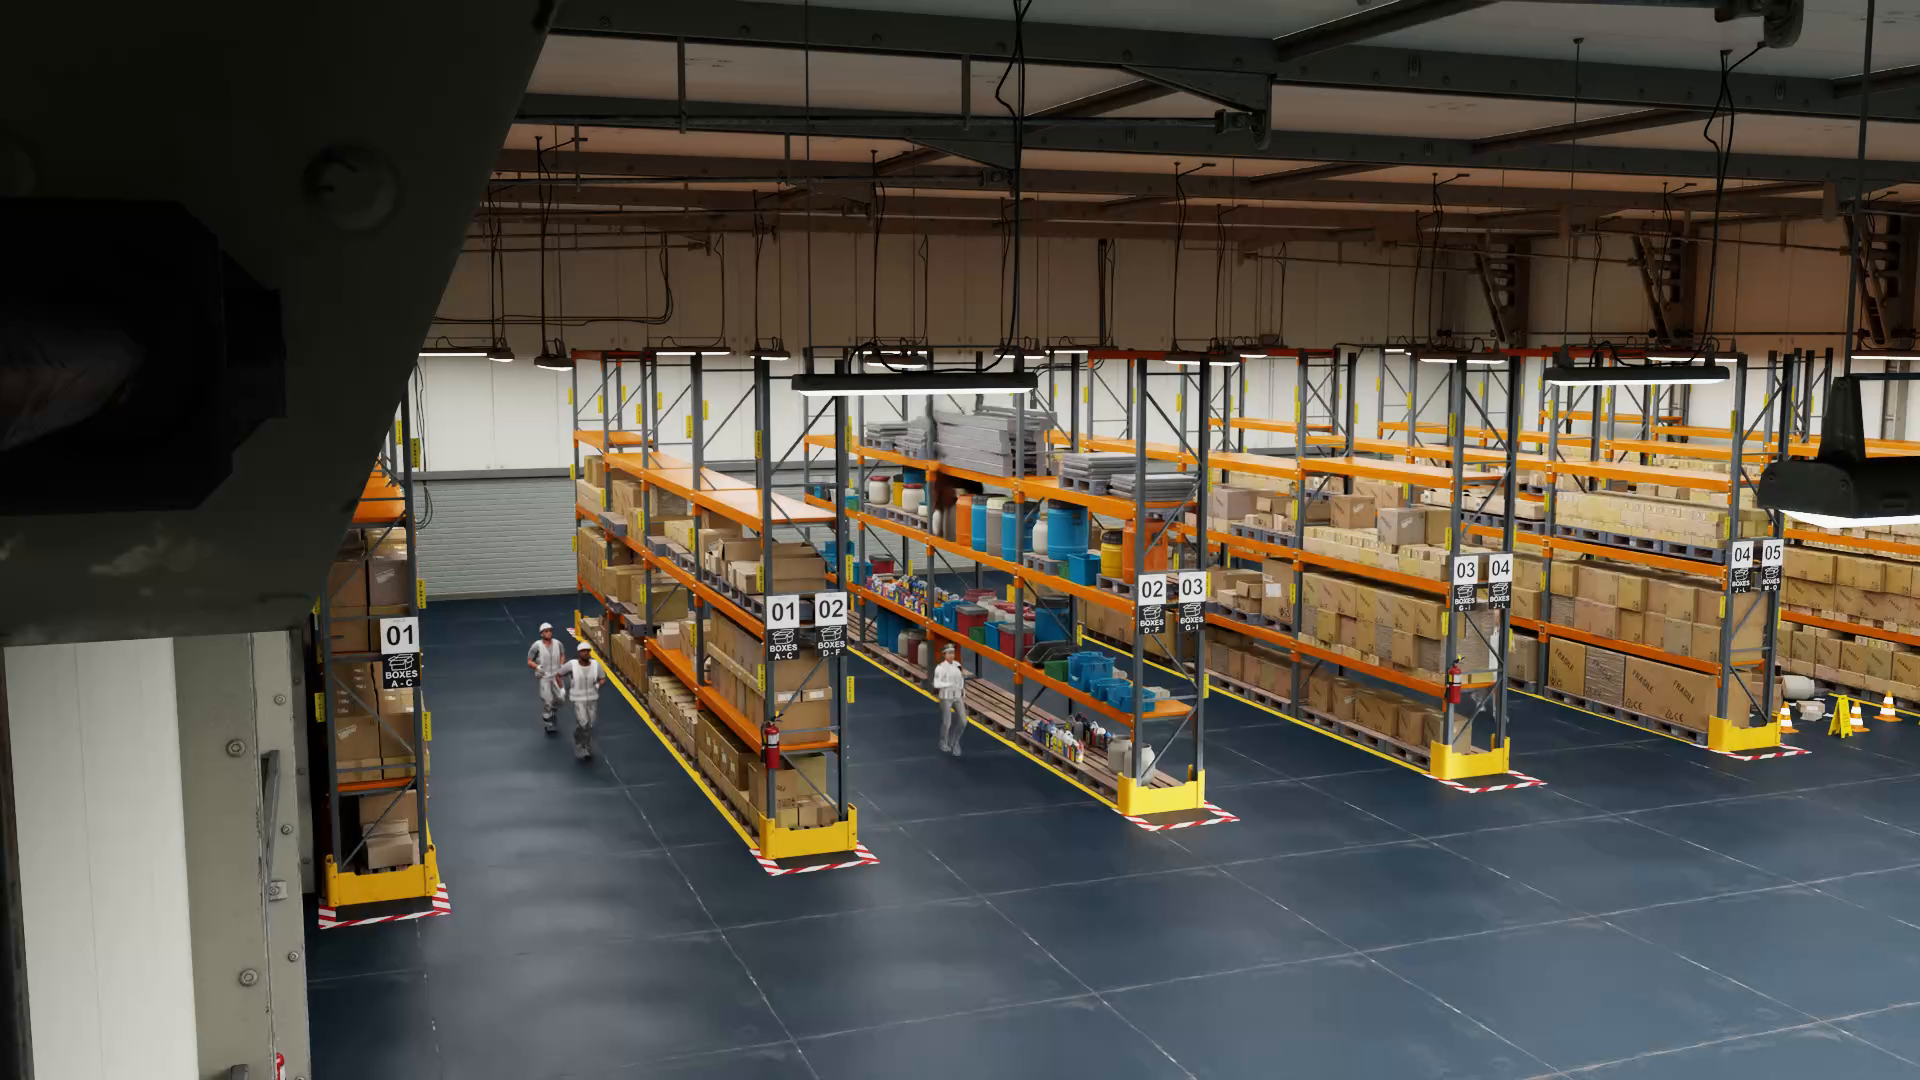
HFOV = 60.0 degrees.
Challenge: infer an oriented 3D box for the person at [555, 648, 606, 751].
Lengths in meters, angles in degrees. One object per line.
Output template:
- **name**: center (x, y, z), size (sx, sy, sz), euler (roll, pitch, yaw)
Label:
- **person**: center (-5.569, 2.372, 24.680), size (0.677, 1.655, 0.651), euler (-5, 9, -34)

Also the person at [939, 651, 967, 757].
- **person**: center (-0.138, 2.409, 24.818), size (0.358, 1.660, 0.558), euler (-3, 8, -26)

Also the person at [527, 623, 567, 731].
- **person**: center (-6.538, 2.180, 26.452), size (0.623, 1.740, 0.538), euler (-5, 8, -33)

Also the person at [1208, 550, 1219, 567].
- **person**: center (6.299, 0.298, 41.715), size (0.739, 1.706, 0.731), euler (2, 8, 19)

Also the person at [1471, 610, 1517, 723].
- **person**: center (8.801, 2.025, 27.420), size (0.703, 1.795, 0.981), euler (-3, 8, -25)
